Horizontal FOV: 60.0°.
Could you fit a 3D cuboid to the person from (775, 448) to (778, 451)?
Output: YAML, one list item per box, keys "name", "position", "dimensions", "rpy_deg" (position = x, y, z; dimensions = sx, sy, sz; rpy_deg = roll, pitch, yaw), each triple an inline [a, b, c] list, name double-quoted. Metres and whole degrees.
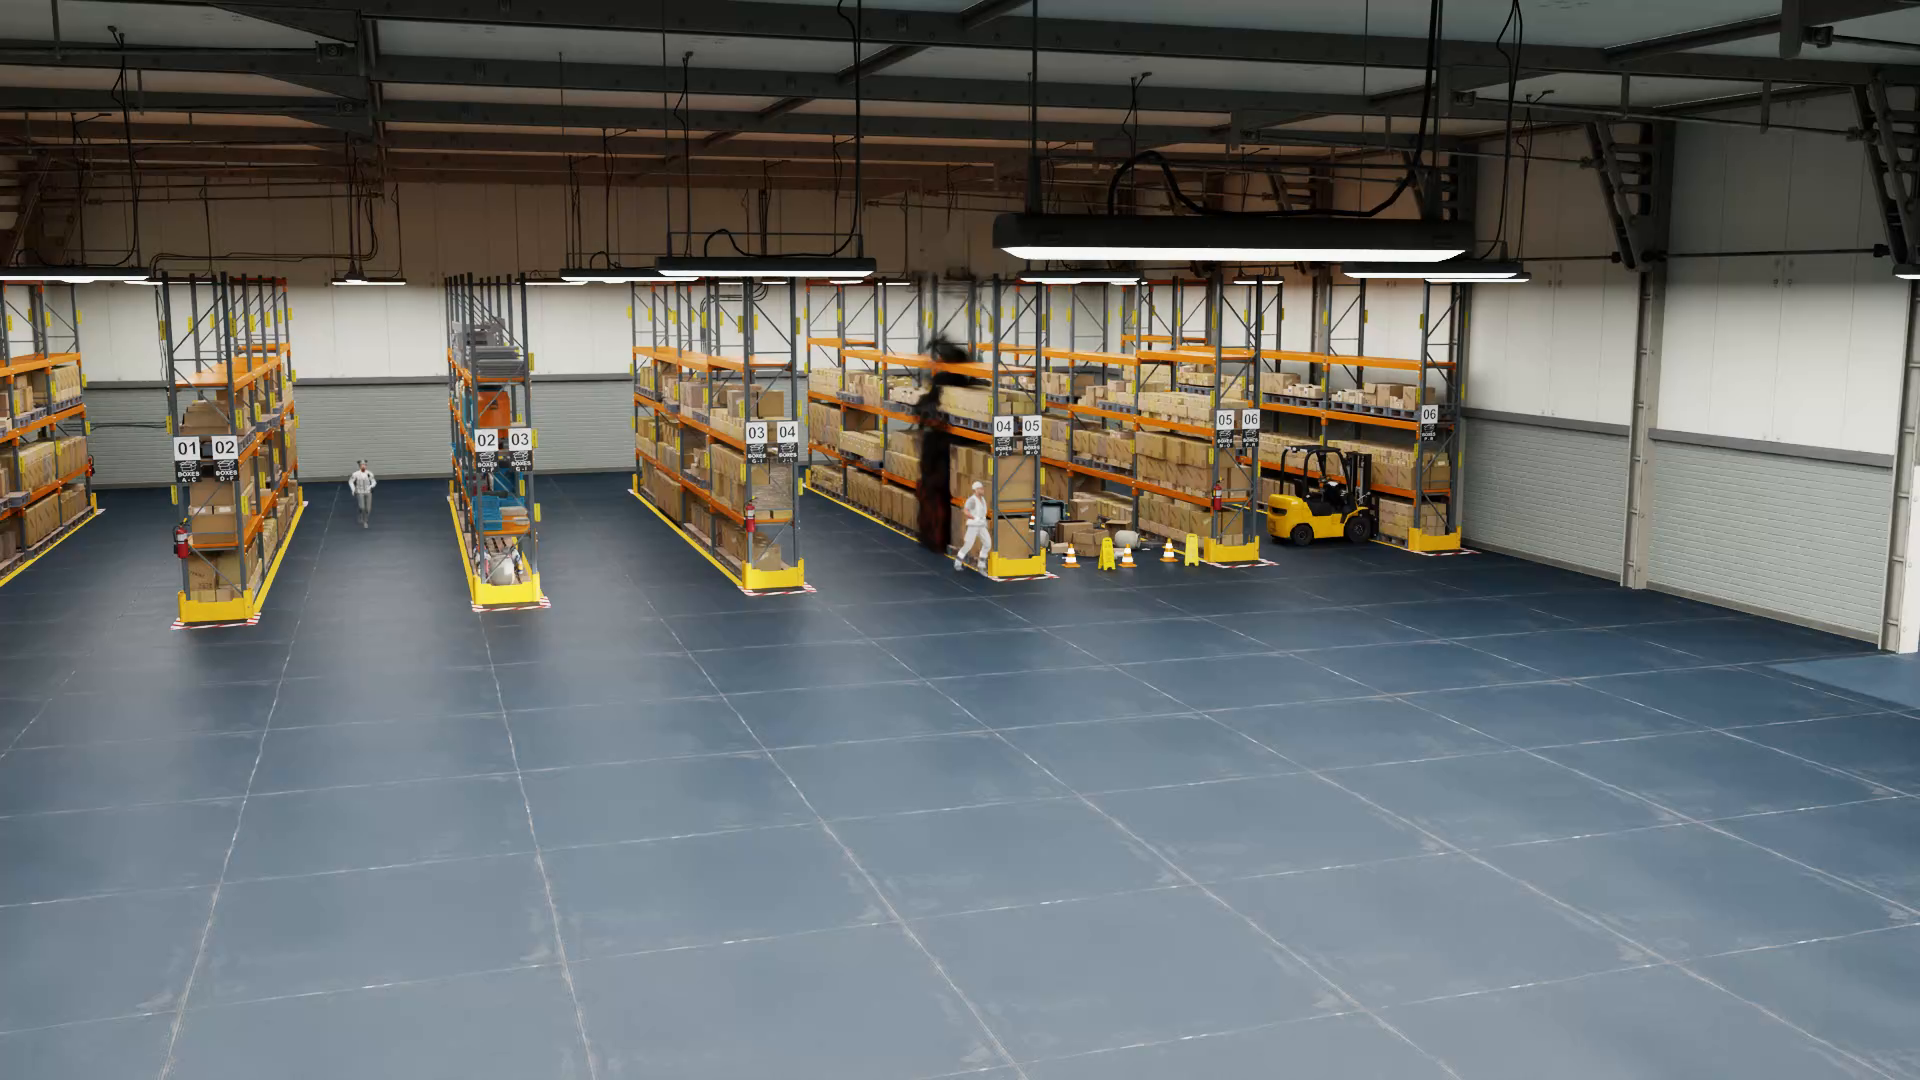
- name: "person"
  position: [-4.778, -2.033, 45.676]
  dimensions: [0.677, 1.801, 0.891]
  rpy_deg: [-2, 9, -12]

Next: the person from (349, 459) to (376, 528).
- name: "person"
  position: [-14.325, -1.115, 39.970]
  dimensions: [0.605, 1.659, 0.535]
  rpy_deg: [-5, 10, -29]

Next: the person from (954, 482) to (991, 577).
- name: "person"
  position: [0.321, -0.232, 32.418]
  dimensions: [0.722, 1.802, 0.723]
  rpy_deg: [8, 11, 41]
